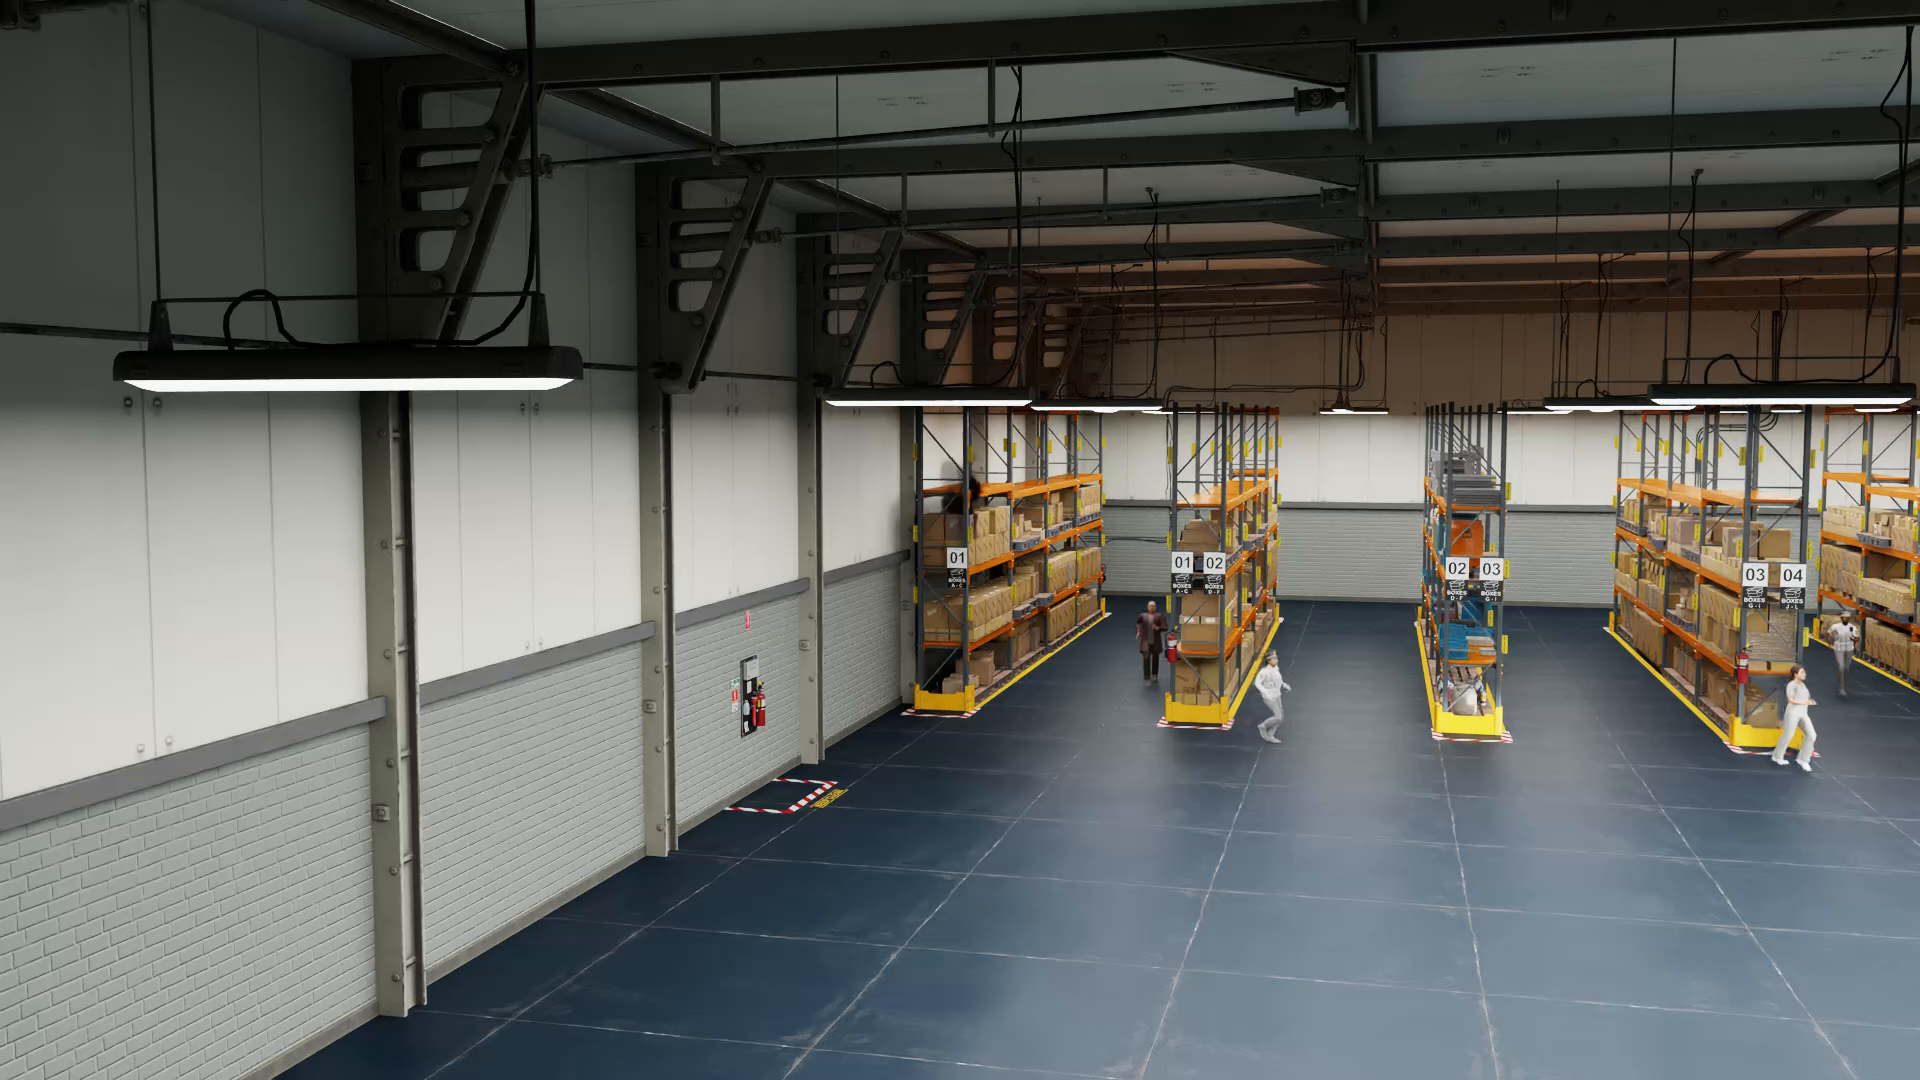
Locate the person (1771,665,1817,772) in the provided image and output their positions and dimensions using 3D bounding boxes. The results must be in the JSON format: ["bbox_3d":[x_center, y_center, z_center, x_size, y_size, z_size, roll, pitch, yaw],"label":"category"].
[{"bbox_3d":[13.607,2.889,27.069,0.541,1.722,0.711,-2,5,-29],"label":"person"}]

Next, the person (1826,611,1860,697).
[{"bbox_3d":[18.291,2.322,34.455,0.543,1.738,0.835,1,4,8],"label":"person"}]

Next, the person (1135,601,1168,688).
[{"bbox_3d":[4.072,2.191,35.390,0.695,1.779,1.035,0,4,7],"label":"person"}]

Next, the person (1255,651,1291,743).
[{"bbox_3d":[5.490,2.751,29.161,0.569,1.646,0.629,3,5,39],"label":"person"}]
